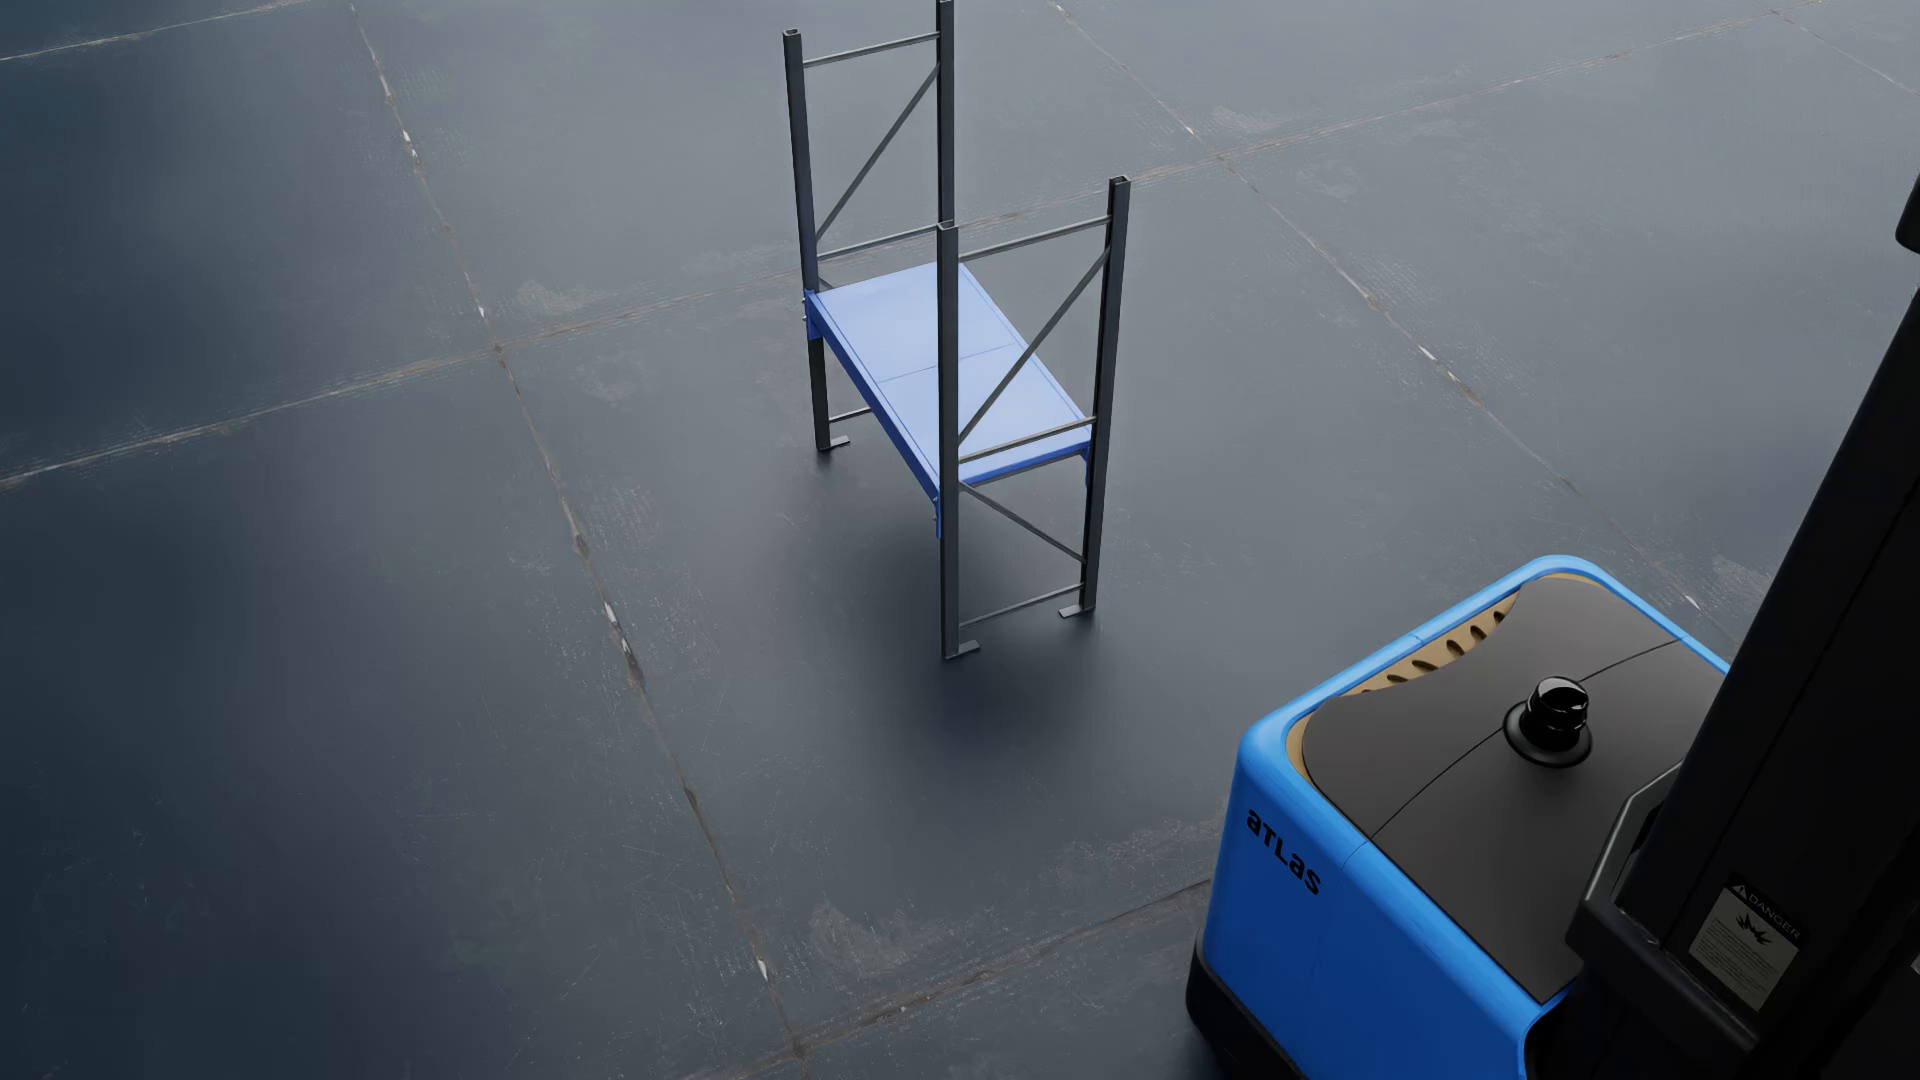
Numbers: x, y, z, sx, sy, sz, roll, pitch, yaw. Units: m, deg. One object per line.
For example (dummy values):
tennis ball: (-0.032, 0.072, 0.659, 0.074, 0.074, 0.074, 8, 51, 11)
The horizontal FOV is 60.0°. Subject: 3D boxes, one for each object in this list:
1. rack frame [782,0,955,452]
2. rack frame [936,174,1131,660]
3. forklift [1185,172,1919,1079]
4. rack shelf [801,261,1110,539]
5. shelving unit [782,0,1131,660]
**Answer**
rack frame: (-0.250, -0.912, 5.107, 0.500, 1.500, 0.032, -18, 47, -17)
rack frame: (0.178, -0.264, 4.450, 0.500, 1.500, 0.032, -18, 47, -17)
forklift: (1.790, 0.775, 2.378, 1.130, 2.935, 3.031, -26, 50, -24)
rack shelf: (-0.036, -0.460, 4.905, 0.538, 0.185, 1.000, -18, 47, -17)
shelving unit: (-0.036, -0.588, 4.778, 0.538, 1.500, 1.048, -18, 47, -17)
